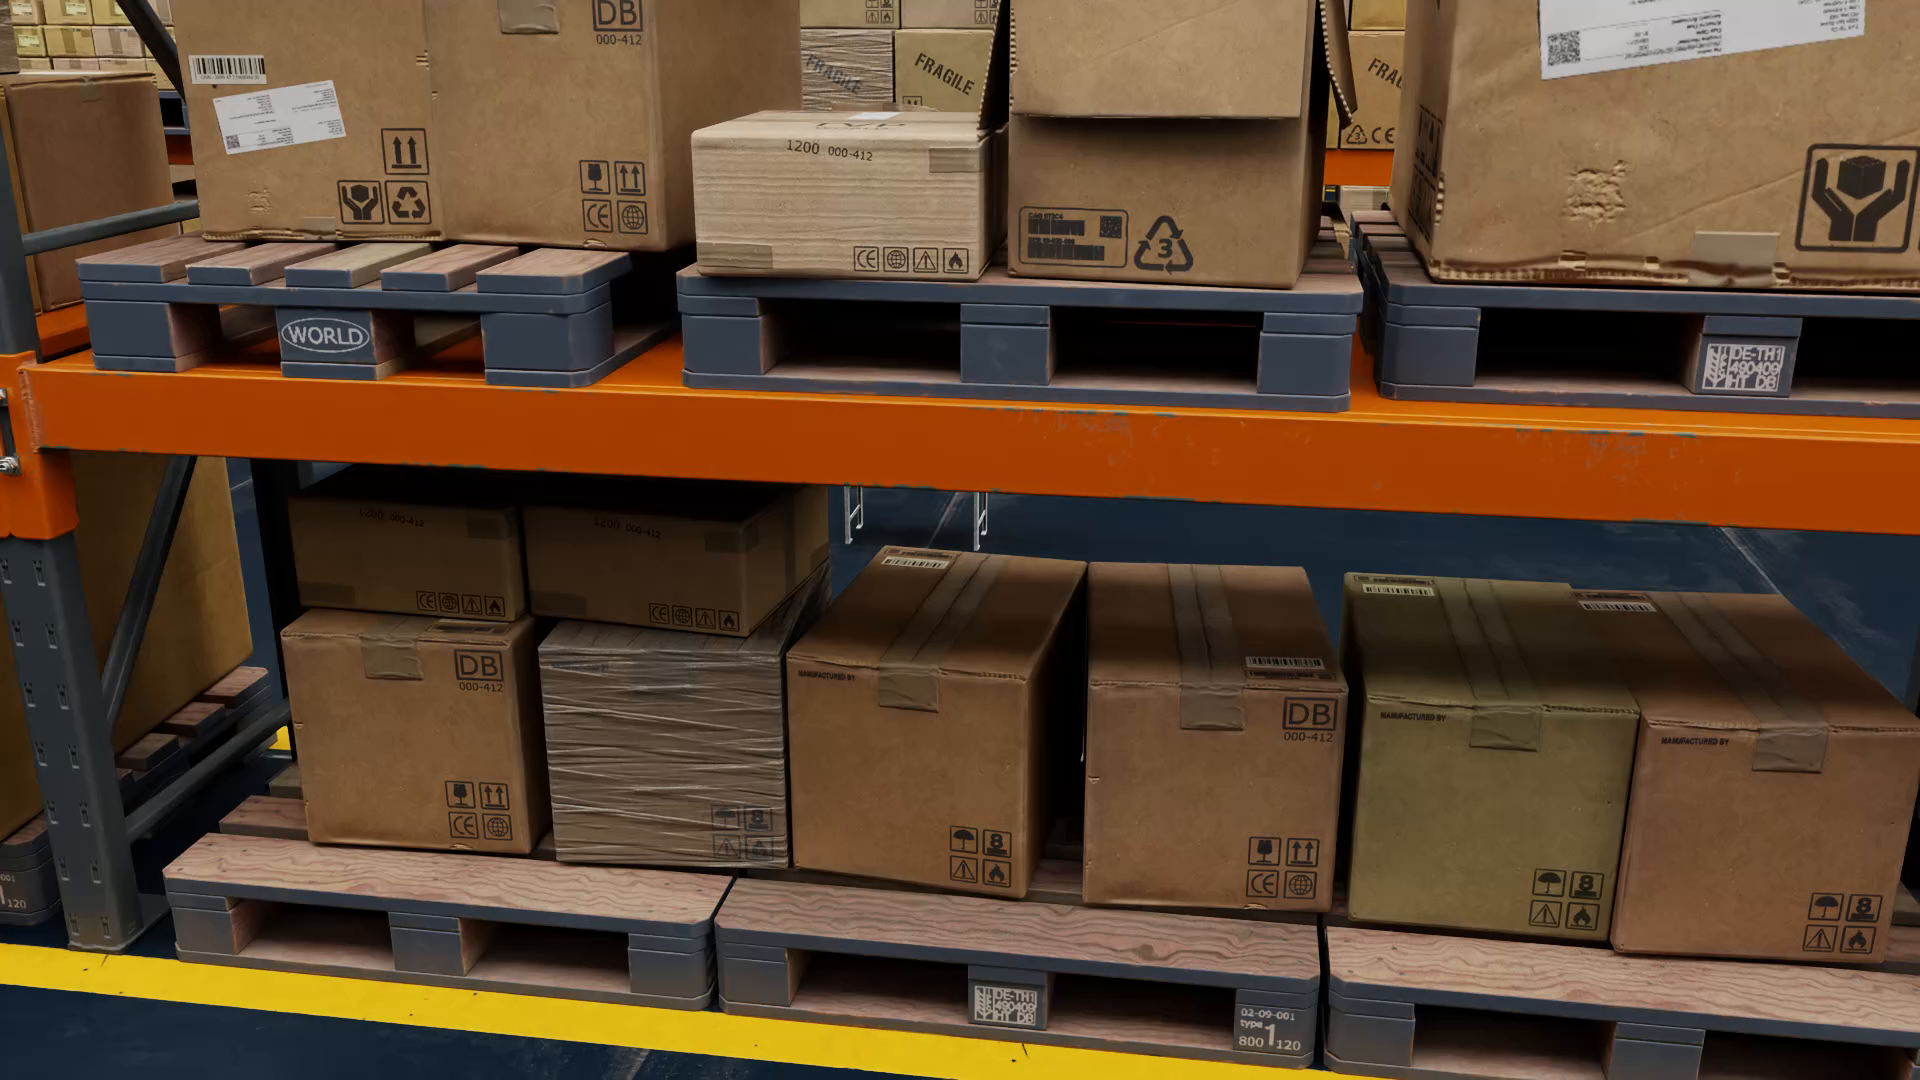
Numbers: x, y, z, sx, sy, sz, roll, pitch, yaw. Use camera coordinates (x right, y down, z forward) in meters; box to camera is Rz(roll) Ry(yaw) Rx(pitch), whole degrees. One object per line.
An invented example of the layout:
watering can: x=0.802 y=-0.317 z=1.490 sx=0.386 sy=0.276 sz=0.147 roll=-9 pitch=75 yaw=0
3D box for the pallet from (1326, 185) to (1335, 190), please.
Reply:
pallet: x=3.769 y=-3.841 z=17.451 sx=1.213 sy=0.211 sz=1.003 roll=3 pitch=19 yaw=9

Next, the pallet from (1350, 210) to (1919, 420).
pallet: x=1.416 y=-0.472 z=3.289 sx=1.213 sy=0.211 sz=1.003 roll=3 pitch=19 yaw=9

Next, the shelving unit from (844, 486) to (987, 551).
shelving unit: x=-0.163 y=-0.577 z=6.138 sx=0.503 sy=1.200 sz=0.258 roll=3 pitch=19 yaw=9

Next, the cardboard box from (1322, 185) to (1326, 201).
cardboard box: x=2.490 y=-2.597 z=12.818 sx=0.625 sy=0.372 sz=0.950 roll=4 pitch=19 yaw=12

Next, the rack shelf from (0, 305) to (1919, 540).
rack shelf: x=0.172 y=-0.238 z=3.422 sx=4.000 sy=0.370 sz=1.077 roll=3 pitch=19 yaw=9

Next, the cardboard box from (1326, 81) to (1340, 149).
cardboard box: x=1.478 y=-2.069 z=7.600 sx=0.500 sy=0.500 sz=0.500 roll=3 pitch=19 yaw=9

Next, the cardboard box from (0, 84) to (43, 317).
cardboard box: x=-2.329 y=-0.675 z=3.435 sx=0.500 sy=0.500 sz=0.500 roll=4 pitch=19 yaw=10

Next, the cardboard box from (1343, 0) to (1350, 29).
cardboard box: x=1.535 y=-2.623 z=7.683 sx=0.500 sy=0.500 sz=0.700 roll=3 pitch=19 yaw=9

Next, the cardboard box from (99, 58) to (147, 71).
cardboard box: x=-4.028 y=-2.321 z=8.245 sx=0.250 sy=0.149 sz=0.380 roll=3 pitch=19 yaw=9

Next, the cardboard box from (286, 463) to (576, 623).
cardboard box: x=-1.136 y=-0.035 z=3.744 sx=0.500 sy=0.250 sz=0.500 roll=4 pitch=19 yaw=11

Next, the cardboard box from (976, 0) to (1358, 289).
cardboard box: x=0.421 y=-0.785 z=3.098 sx=0.637 sy=0.503 sz=0.797 roll=5 pitch=19 yaw=14

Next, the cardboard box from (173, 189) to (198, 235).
cardboard box: x=-4.177 y=-1.680 z=8.692 sx=0.500 sy=0.250 sz=0.500 roll=2 pitch=19 yaw=6

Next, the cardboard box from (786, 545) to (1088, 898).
cardboard box: x=-0.027 y=0.374 z=3.703 sx=0.500 sy=0.500 sz=0.700 roll=5 pitch=19 yaw=13

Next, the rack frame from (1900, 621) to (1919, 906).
rack frame: x=2.147 y=-0.479 z=3.007 sx=0.127 sy=3.000 sz=1.000 roll=3 pitch=19 yaw=9

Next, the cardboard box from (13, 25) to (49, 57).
cardboard box: x=-4.549 y=-2.488 z=8.276 sx=0.250 sy=0.149 sz=0.380 roll=3 pitch=19 yaw=10

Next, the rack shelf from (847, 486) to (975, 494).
rack shelf: x=-0.163 y=-0.289 z=6.234 sx=0.480 sy=0.148 sz=0.258 roll=3 pitch=19 yaw=9

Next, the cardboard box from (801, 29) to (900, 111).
cardboard box: x=-0.515 y=-2.169 z=7.902 sx=0.500 sy=0.500 sz=0.500 roll=3 pitch=19 yaw=9

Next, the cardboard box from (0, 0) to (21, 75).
cardboard box: x=-2.522 y=-1.245 z=3.559 sx=0.637 sy=0.503 sz=0.797 roll=4 pitch=19 yaw=11

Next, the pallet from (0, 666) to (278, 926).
pallet: x=-2.569 y=0.579 z=4.240 sx=1.213 sy=0.211 sz=1.003 roll=3 pitch=19 yaw=9

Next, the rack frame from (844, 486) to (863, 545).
rack frame: x=-0.404 y=-0.590 z=6.174 sx=0.015 sy=1.200 sz=0.240 roll=3 pitch=19 yaw=9

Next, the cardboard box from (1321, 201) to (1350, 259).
cardboard box: x=1.455 y=-1.213 z=8.084 sx=0.750 sy=0.750 sz=1.050 roll=3 pitch=19 yaw=9

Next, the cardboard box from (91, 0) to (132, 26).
cardboard box: x=-4.020 y=-2.603 z=8.151 sx=0.250 sy=0.149 sz=0.380 roll=3 pitch=19 yaw=9

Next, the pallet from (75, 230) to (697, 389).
pallet: x=-1.082 y=-0.587 z=3.632 sx=1.003 sy=0.211 sz=1.213 roll=3 pitch=19 yaw=9

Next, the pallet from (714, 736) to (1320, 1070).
pallet: x=0.170 y=0.744 z=3.747 sx=1.213 sy=0.211 sz=1.003 roll=3 pitch=19 yaw=9

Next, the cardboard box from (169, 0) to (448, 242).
cardboard box: x=-1.263 y=-0.912 z=3.483 sx=0.500 sy=0.500 sz=0.500 roll=1 pitch=19 yaw=2

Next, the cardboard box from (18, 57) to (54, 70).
cardboard box: x=-4.549 y=-2.346 z=8.323 sx=0.250 sy=0.149 sz=0.380 roll=2 pitch=19 yaw=6

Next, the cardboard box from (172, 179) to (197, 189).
cardboard box: x=-4.090 y=-1.841 z=9.175 sx=0.500 sy=0.250 sz=0.500 roll=2 pitch=19 yaw=7

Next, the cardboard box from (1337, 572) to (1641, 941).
cardboard box: x=1.076 y=0.430 z=3.536 sx=0.500 sy=0.500 sz=0.700 roll=3 pitch=19 yaw=8

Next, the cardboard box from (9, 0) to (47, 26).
cardboard box: x=-4.549 y=-2.629 z=8.228 sx=0.250 sy=0.149 sz=0.380 roll=4 pitch=19 yaw=11

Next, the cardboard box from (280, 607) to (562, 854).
cardboard box: x=-1.138 y=0.324 z=3.854 sx=0.500 sy=0.500 sz=0.700 roll=2 pitch=19 yaw=6

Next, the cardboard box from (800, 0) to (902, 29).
cardboard box: x=-0.474 y=-2.725 z=7.986 sx=0.500 sy=0.500 sz=0.700 roll=3 pitch=19 yaw=8

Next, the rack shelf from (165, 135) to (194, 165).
rack shelf: x=-2.890 y=-1.989 z=8.653 sx=4.000 sy=0.370 sz=1.077 roll=3 pitch=19 yaw=9

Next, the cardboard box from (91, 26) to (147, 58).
cardboard box: x=-4.038 y=-2.462 z=8.200 sx=0.250 sy=0.149 sz=0.380 roll=3 pitch=19 yaw=10

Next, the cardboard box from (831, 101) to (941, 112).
cardboard box: x=-0.113 y=-0.816 z=3.566 sx=0.258 sy=0.266 sz=0.396 roll=2 pitch=19 yaw=7
